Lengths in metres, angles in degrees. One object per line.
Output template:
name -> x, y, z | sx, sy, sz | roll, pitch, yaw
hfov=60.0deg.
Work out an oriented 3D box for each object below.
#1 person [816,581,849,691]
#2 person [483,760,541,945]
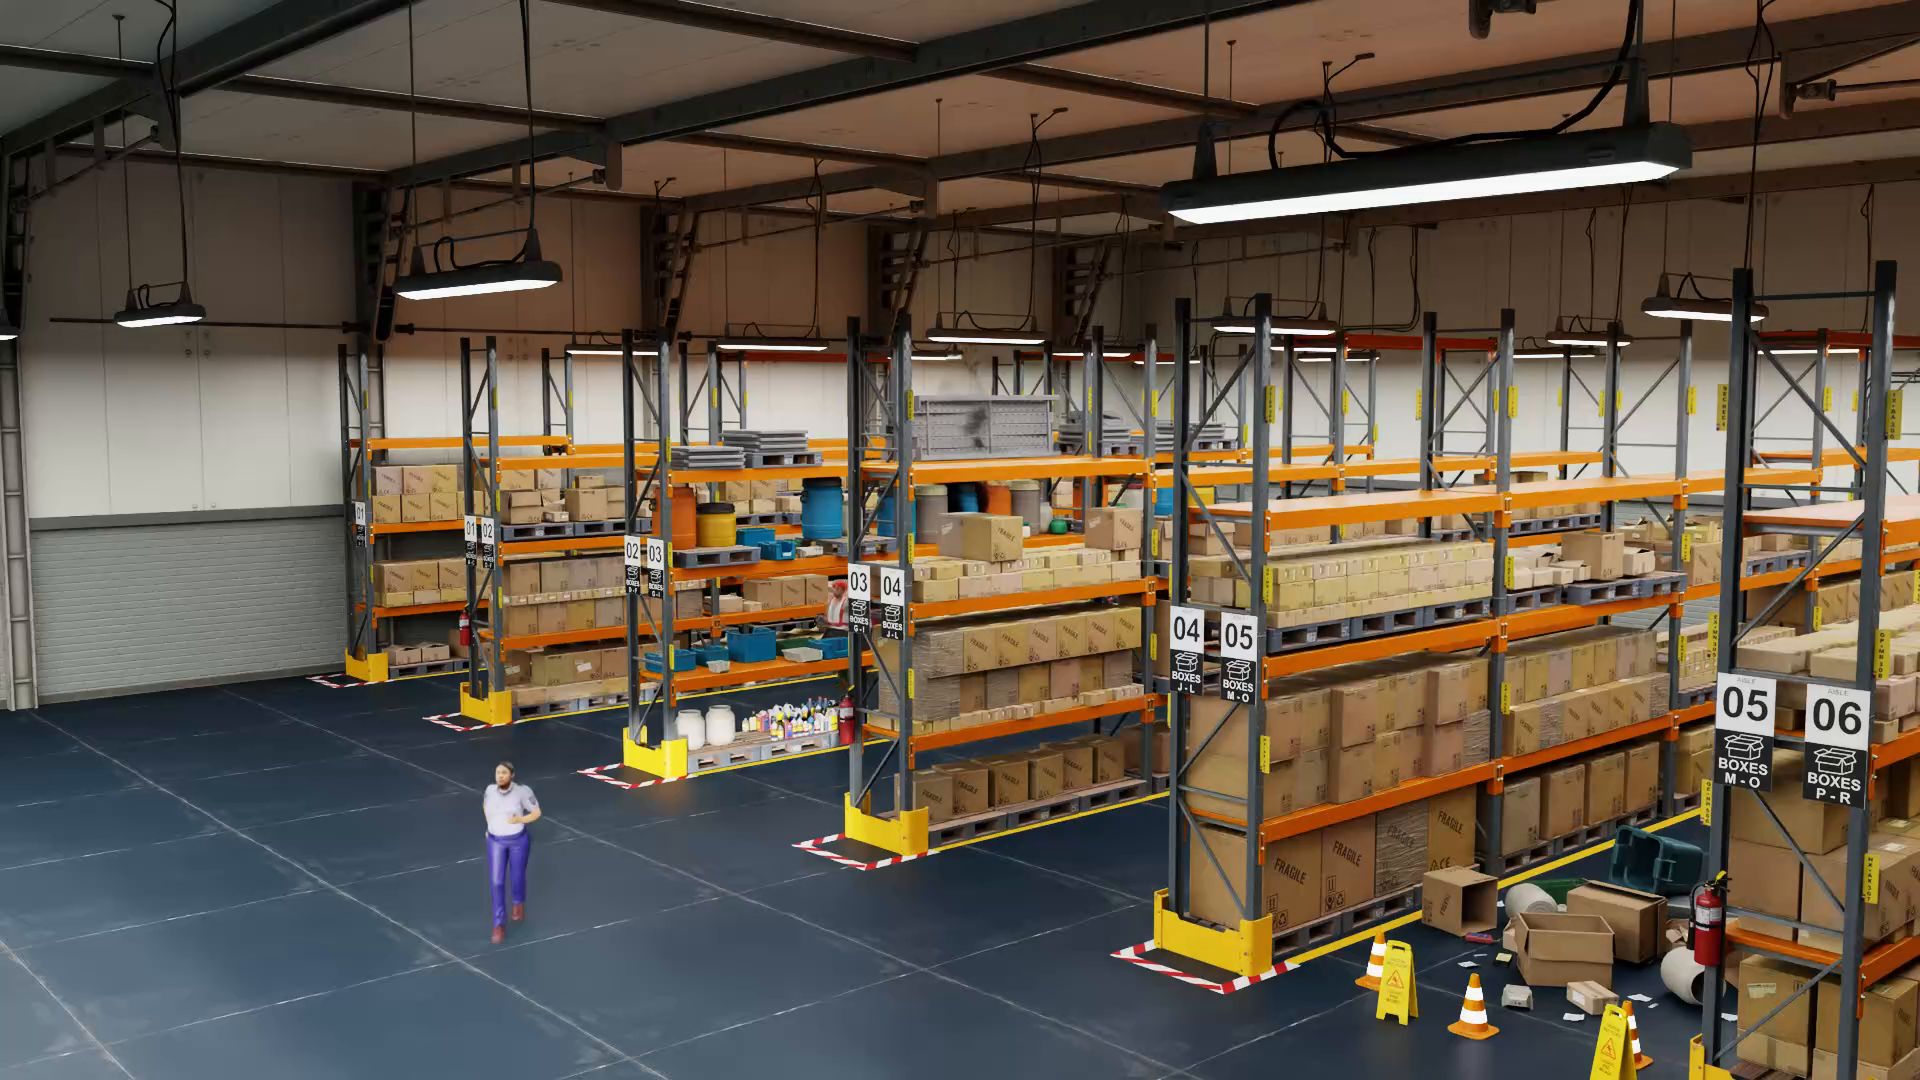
person -> -2.019, 1.573, 27.163 | 0.640, 1.808, 0.604 | 4, 7, 39
person -> -4.285, 2.932, 15.887 | 0.583, 1.693, 0.825 | 0, 5, -5
